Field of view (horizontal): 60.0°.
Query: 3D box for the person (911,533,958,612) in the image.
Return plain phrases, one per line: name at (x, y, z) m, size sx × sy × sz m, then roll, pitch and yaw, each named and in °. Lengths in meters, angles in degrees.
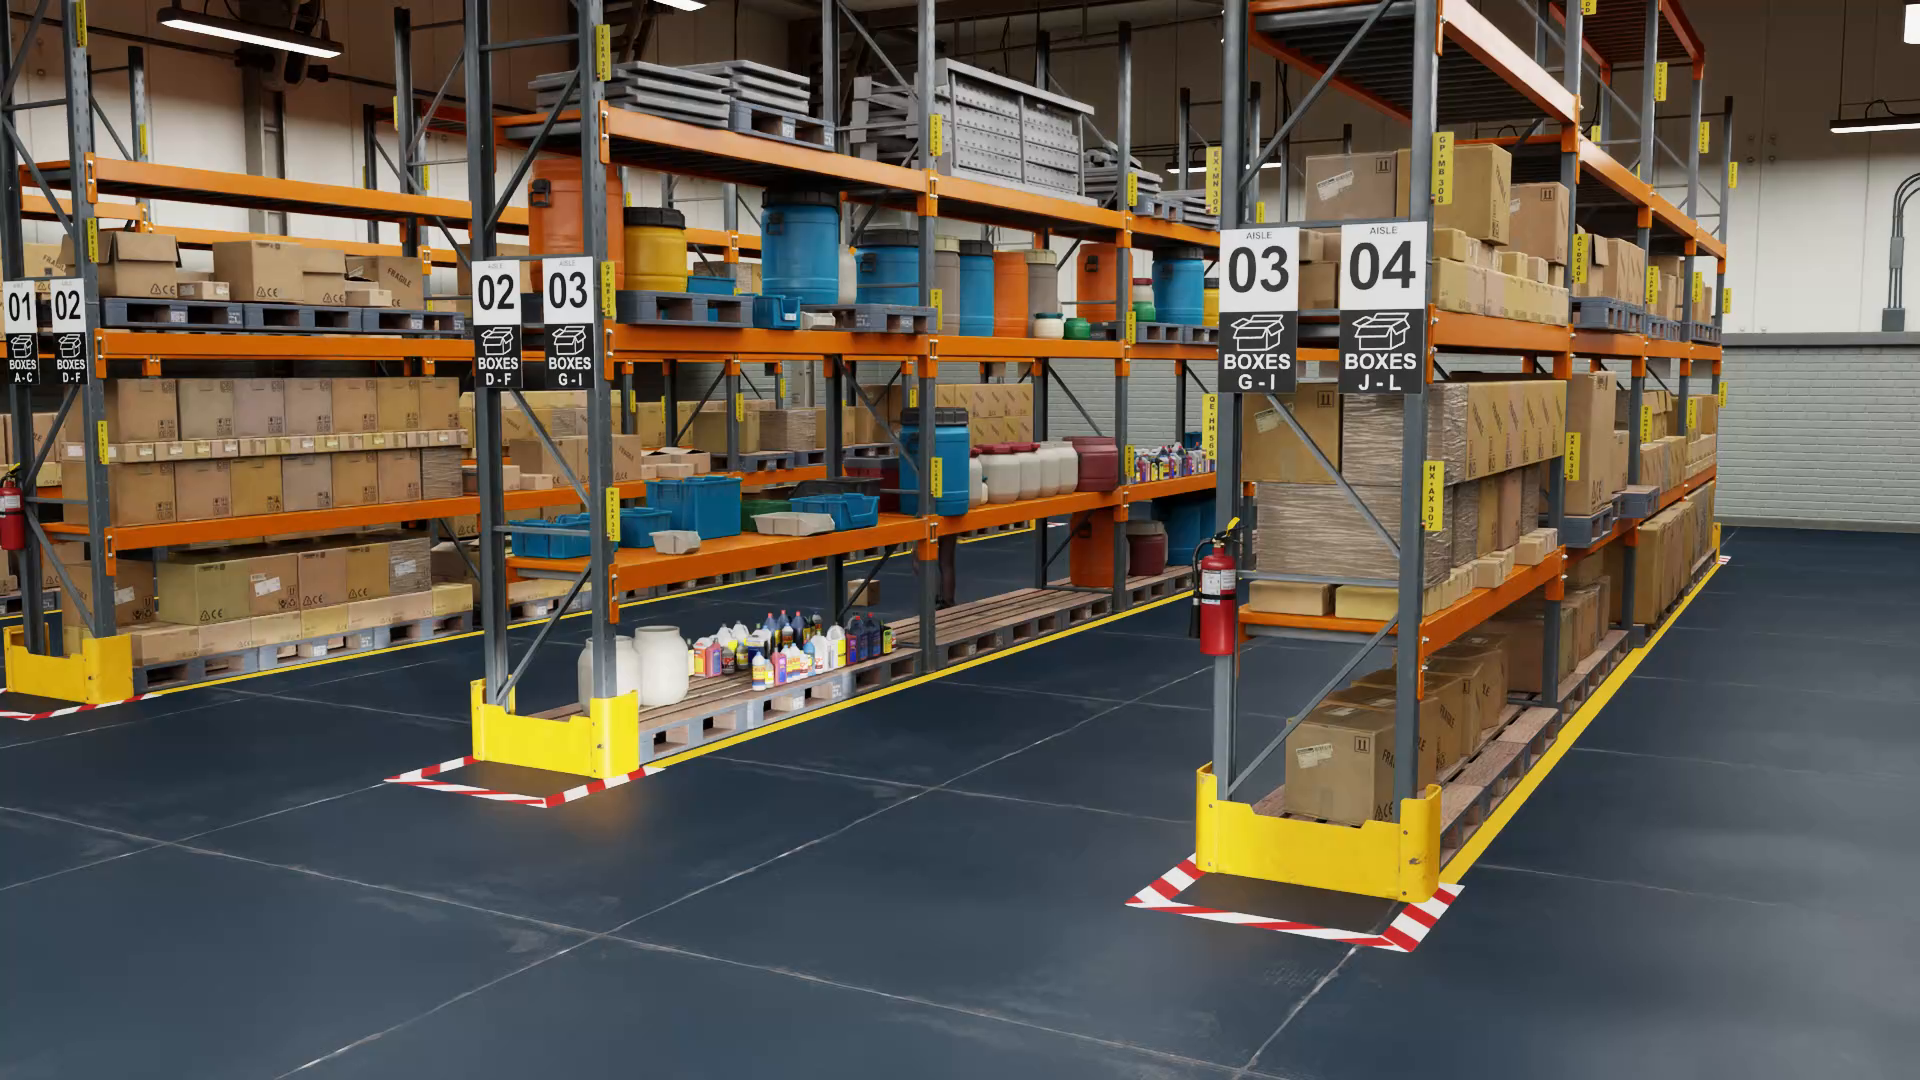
person at (-0.222, -0.097, 17.080) m, size 0.551 × 1.711 × 0.485 m, roll -3°, pitch 7°, yaw -30°
